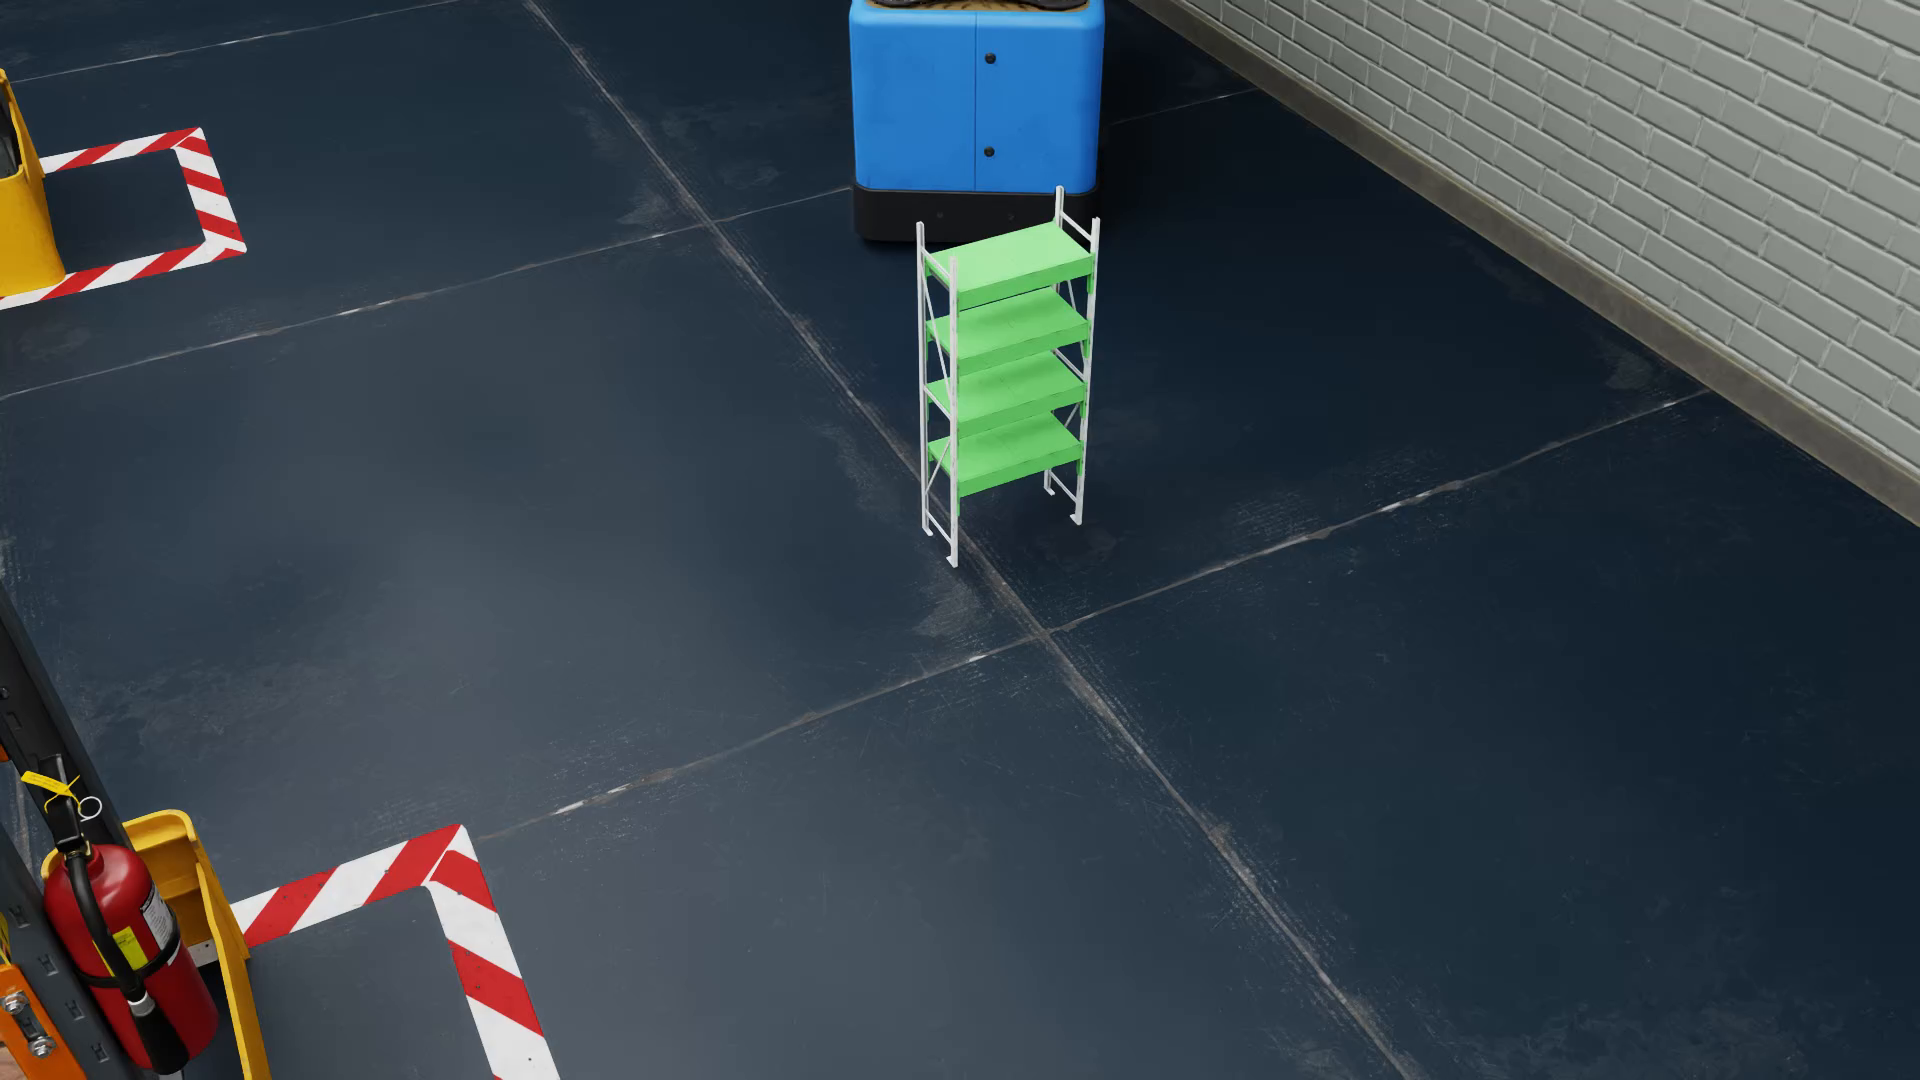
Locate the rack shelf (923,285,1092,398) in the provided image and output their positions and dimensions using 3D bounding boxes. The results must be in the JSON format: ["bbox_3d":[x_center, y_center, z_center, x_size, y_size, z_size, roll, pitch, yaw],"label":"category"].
[{"bbox_3d":[0.147,-0.642,5.307,0.480,0.148,0.258,-19,44,-21],"label":"rack shelf"}]

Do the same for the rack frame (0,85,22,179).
[{"bbox_3d":[-4.134,-2.540,6.429,0.127,3.000,1.000,-19,44,-21],"label":"rack frame"}]

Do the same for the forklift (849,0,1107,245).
[{"bbox_3d":[0.133,-3.317,7.400,1.130,2.935,3.031,2,40,2],"label":"forklift"}]

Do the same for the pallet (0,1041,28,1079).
[{"bbox_3d":[-2.598,1.588,3.711,1.213,0.211,1.003,-19,44,-21],"label":"pallet"}]

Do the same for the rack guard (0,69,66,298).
[{"bbox_3d":[-4.201,-1.563,7.210,0.348,0.500,1.175,-19,44,-21],"label":"rack guard"}]

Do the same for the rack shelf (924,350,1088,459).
[{"bbox_3d":[0.147,-0.459,5.462,0.480,0.148,0.258,-19,44,-21],"label":"rack shelf"}]

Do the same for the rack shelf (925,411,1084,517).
[{"bbox_3d":[0.147,-0.275,5.617,0.480,0.148,0.258,-19,44,-21],"label":"rack shelf"}]

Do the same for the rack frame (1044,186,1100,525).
[{"bbox_3d":[0.363,-0.580,5.507,0.015,1.200,0.240,-19,44,-21],"label":"rack frame"}]

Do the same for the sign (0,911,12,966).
[{"bbox_3d":[-1.580,0.547,2.655,0.005,0.325,0.100,-19,44,-21],"label":"sign"}]

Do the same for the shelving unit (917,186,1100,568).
[{"bbox_3d":[0.147,-0.507,5.421,0.503,1.200,0.258,-19,44,-21],"label":"shelving unit"}]

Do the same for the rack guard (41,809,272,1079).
[{"bbox_3d":[-1.834,1.239,3.899,0.348,0.500,1.175,-19,44,-21],"label":"rack guard"}]

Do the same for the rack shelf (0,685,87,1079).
[{"bbox_3d":[-3.623,1.171,2.602,4.000,0.370,1.077,-19,44,-21],"label":"rack shelf"}]

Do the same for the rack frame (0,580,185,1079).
[{"bbox_3d":[-1.849,0.299,3.075,0.127,3.000,1.000,-19,44,-21],"label":"rack frame"}]

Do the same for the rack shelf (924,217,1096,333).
[{"bbox_3d":[0.147,-0.825,5.152,0.480,0.148,0.258,-19,44,-21],"label":"rack shelf"}]

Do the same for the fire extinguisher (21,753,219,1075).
[{"bbox_3d":[-1.505,0.687,2.966,0.183,0.674,0.296,-19,44,-21],"label":"fire extinguisher"}]

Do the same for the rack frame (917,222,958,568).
[{"bbox_3d":[-0.070,-0.435,5.335,0.015,1.200,0.240,-19,44,-21],"label":"rack frame"}]
